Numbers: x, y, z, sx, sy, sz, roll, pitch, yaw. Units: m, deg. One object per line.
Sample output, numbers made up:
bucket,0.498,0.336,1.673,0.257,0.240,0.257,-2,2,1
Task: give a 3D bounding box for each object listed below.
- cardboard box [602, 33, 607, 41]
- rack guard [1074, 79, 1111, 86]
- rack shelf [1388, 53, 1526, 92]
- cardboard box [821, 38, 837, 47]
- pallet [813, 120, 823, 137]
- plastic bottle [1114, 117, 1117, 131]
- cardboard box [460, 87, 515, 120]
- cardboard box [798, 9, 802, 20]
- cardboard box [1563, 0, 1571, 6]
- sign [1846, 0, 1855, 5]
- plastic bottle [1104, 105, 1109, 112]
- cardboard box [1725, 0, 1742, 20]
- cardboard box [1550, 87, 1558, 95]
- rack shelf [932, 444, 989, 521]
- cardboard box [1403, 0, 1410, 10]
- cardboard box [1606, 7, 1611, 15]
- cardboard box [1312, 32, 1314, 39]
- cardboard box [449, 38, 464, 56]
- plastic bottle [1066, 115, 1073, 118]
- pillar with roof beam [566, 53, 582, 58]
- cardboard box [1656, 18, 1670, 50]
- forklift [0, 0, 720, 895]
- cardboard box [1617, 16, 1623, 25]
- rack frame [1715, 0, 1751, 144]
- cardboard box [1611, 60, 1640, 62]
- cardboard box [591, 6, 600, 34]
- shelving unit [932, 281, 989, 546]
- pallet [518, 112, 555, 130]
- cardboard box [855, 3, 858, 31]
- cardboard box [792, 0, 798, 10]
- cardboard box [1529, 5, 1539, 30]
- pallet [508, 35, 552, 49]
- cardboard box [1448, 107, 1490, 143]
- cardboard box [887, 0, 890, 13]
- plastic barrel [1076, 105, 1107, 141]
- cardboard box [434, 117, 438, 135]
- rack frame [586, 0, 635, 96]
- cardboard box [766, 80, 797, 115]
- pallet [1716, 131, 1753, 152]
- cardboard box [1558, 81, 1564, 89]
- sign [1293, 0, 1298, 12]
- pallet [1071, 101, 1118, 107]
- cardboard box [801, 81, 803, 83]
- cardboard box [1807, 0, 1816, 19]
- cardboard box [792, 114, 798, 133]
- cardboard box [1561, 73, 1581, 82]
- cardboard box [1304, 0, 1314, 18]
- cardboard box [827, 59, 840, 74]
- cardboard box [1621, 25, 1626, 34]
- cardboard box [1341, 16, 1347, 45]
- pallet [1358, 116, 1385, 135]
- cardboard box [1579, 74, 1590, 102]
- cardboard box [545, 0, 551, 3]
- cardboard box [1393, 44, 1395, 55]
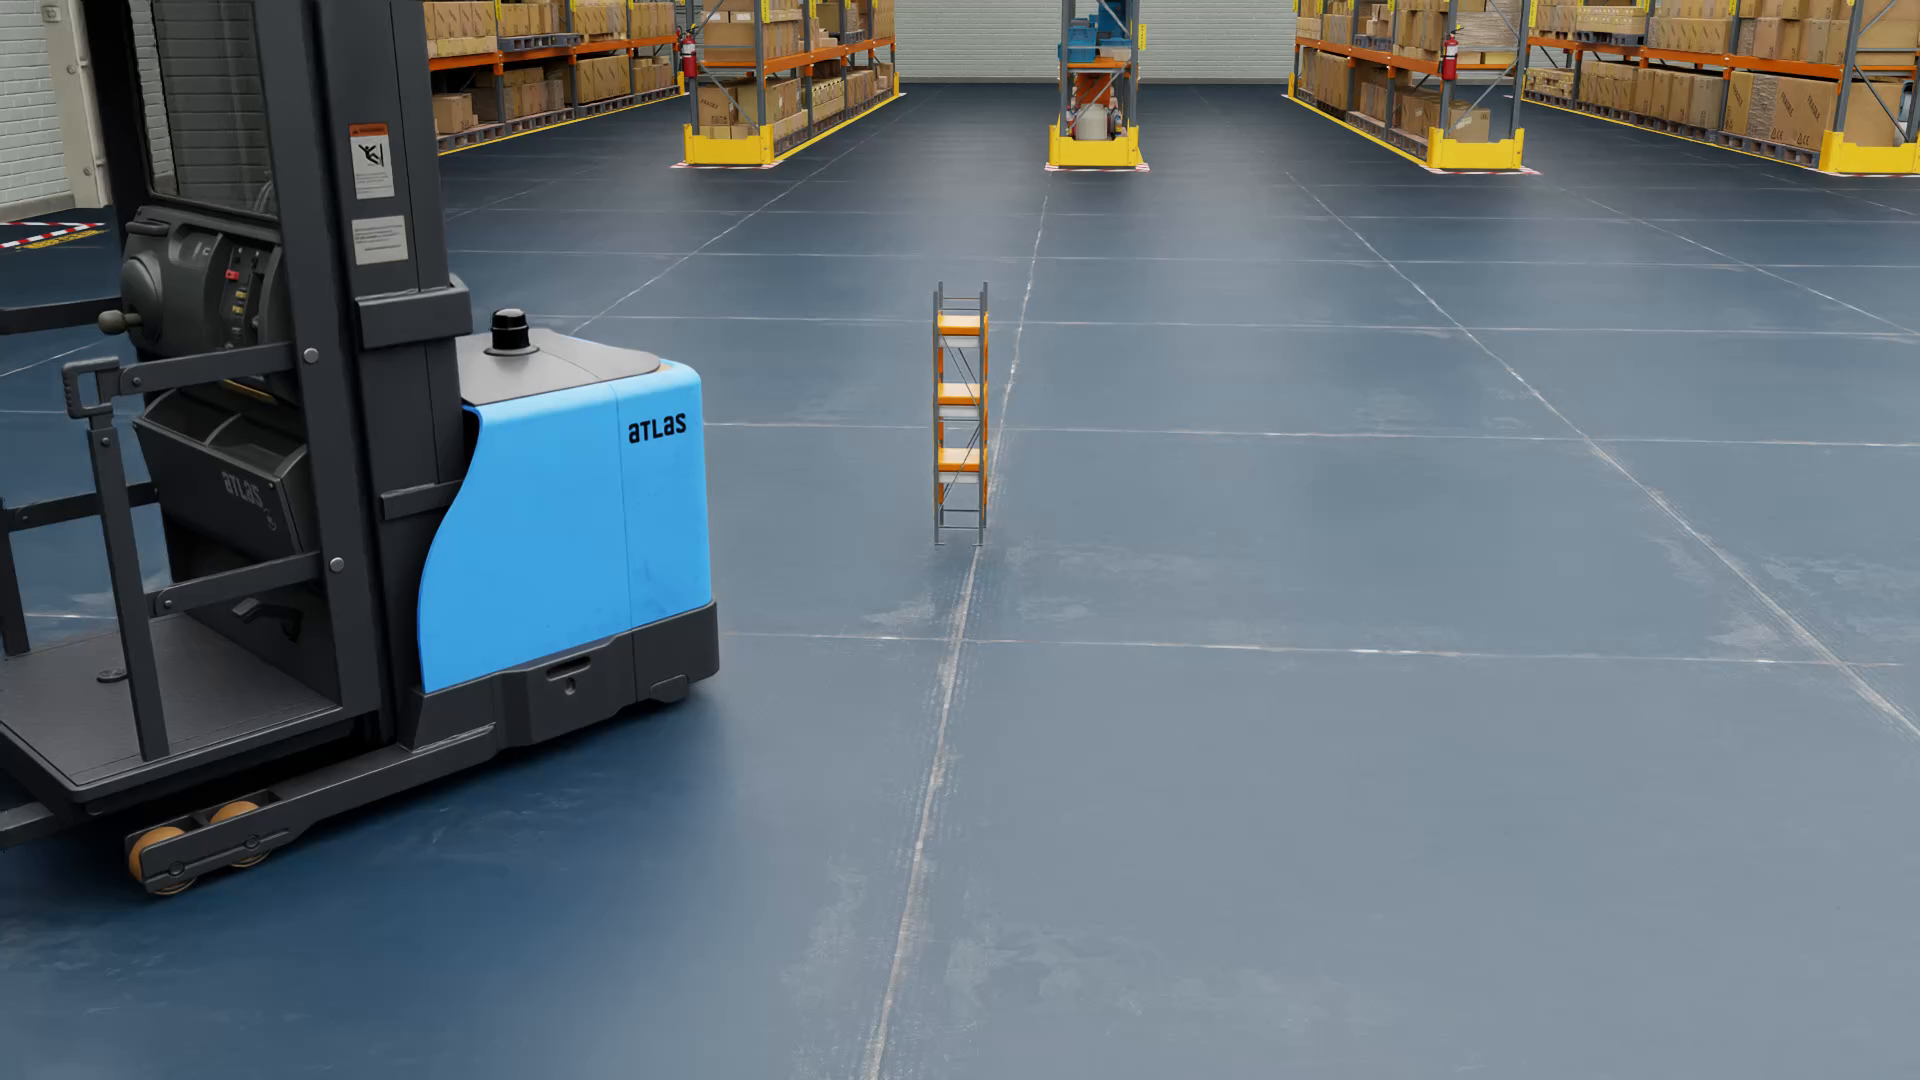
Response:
cardboard box,-7.073,-9.767,32.285,0.380,0.149,0.250,1,18,2
rack guard,2.961,-10.223,37.319,1.175,0.500,0.348,1,18,4
rack shelf,6.908,-6.603,23.411,1.077,0.370,4.000,1,18,4
cardboard box,-2.331,-8.625,28.832,0.380,0.149,0.250,1,18,4
pallet,-2.815,-6.692,27.008,1.003,0.211,1.213,1,18,4
plastic bottle,2.297,-6.040,24.214,0.097,0.271,0.097,0,18,0
cardboard box,-7.734,-7.147,27.227,0.700,0.500,0.500,2,18,6
cardboard box,-2.635,-8.054,25.484,0.380,0.149,0.250,1,18,4
cardboard box,12.361,-10.885,33.081,0.500,0.500,0.500,1,18,2
sign,11.165,-6.860,20.803,0.100,0.325,0.005,1,18,4
plastic bottle,2.209,-6.423,25.256,0.144,0.351,0.185,1,18,4
cardboard box,12.021,-8.100,25.061,0.700,0.500,0.500,1,18,3
cardboard box,12.328,-9.204,34.098,0.380,0.149,0.250,1,18,4
rack shelf,0.004,-0.241,6.900,0.215,0.259,0.240,1,18,4
cardboard box,6.732,-7.940,24.094,0.500,0.500,0.500,1,18,4
cardboard box,11.951,-9.593,30.155,0.380,0.149,0.250,2,18,7
cardboard box,7.376,-10.272,33.859,0.380,0.149,0.250,2,18,5
cardboard box,-7.601,-7.214,24.331,0.500,0.250,0.500,1,18,4
plastic bottle,1.575,-6.049,24.236,0.152,0.276,0.135,1,18,2
pillar with roof beam,-3.715,-13.373,33.285,9.100,9.000,0.400,1,18,4
cardboard box,11.943,-8.422,27.648,0.500,0.500,0.500,1,18,3
forklift,-2.167,-0.679,4.287,1.130,2.935,3.031,17,24,41
cardboard box,11.893,-9.216,29.482,0.380,0.149,0.250,2,18,5
rack frame,11.992,-7.423,24.761,1.000,3.000,0.127,1,18,4
cardboard box,12.764,-9.039,31.828,0.500,0.250,0.500,1,18,2
cardboard box,-7.110,-9.800,31.342,0.500,0.500,0.500,1,18,4
shelving unit,0.004,-0.516,6.810,0.215,1.050,0.252,1,18,4
pallet,-7.631,-7.194,28.539,1.003,0.211,1.213,1,18,4
cardboard box,-2.320,-9.969,31.696,0.700,0.500,0.500,-3,18,-10
cardboard box,-2.854,-8.314,25.235,0.700,0.500,0.500,1,18,4
cardboard box,12.544,-11.206,35.667,0.500,0.500,0.500,2,18,7
pallet,-7.584,-8.433,28.149,1.003,0.211,1.213,1,18,4
cardboard box,6.826,-5.529,22.318,0.500,0.500,0.500,5,19,14
cardboard box,-1.794,-11.575,35.665,0.500,0.500,0.500,2,18,5
plastic barrel,1.796,-5.657,22.692,0.421,0.512,0.421,0,18,0
cardboard box,-7.877,-5.976,23.956,0.500,0.311,0.500,3,18,8
rack frame,-7.196,-10.382,33.790,1.000,3.000,0.127,1,18,4
cardboard box,-2.724,-6.578,24.717,0.500,0.500,0.500,1,18,4
pallet,11.859,-5.864,24.480,1.003,0.211,1.213,1,18,4
cardboard box,12.279,-9.167,33.509,0.380,0.149,0.250,1,18,2
sign,7.359,-11.756,36.465,0.100,0.325,0.005,1,18,4
pallet,2.503,-8.217,31.661,1.003,0.211,1.213,1,18,4
cardboard box,-2.941,-7.712,28.482,0.500,0.311,0.500,1,18,2
cardboard box,11.893,-7.224,22.176,0.875,0.550,0.550,1,18,4
cardboard box,-2.711,-6.221,24.833,0.500,0.250,0.500,1,18,4
cardboard box,12.321,-9.310,33.466,0.380,0.149,0.250,1,18,3
cardboard box,7.541,-11.260,35.027,0.500,0.500,0.500,1,18,2
cardboard box,-2.605,-9.195,32.270,0.500,0.250,0.500,1,18,4
cardboard box,11.875,-8.986,29.260,0.380,0.149,0.250,1,18,4
cardboard box,7.168,-9.169,29.927,0.500,0.500,0.500,1,18,3
pallet,7.191,-6.862,27.526,1.003,0.211,1.213,1,18,4
cardboard box,12.248,-8.696,31.985,0.500,0.500,0.500,2,18,6
cardboard box,-7.478,-9.597,29.484,0.380,0.149,0.250,-1,18,-3
cardboard box,6.736,-7.386,25.051,0.380,0.149,0.250,1,18,4
